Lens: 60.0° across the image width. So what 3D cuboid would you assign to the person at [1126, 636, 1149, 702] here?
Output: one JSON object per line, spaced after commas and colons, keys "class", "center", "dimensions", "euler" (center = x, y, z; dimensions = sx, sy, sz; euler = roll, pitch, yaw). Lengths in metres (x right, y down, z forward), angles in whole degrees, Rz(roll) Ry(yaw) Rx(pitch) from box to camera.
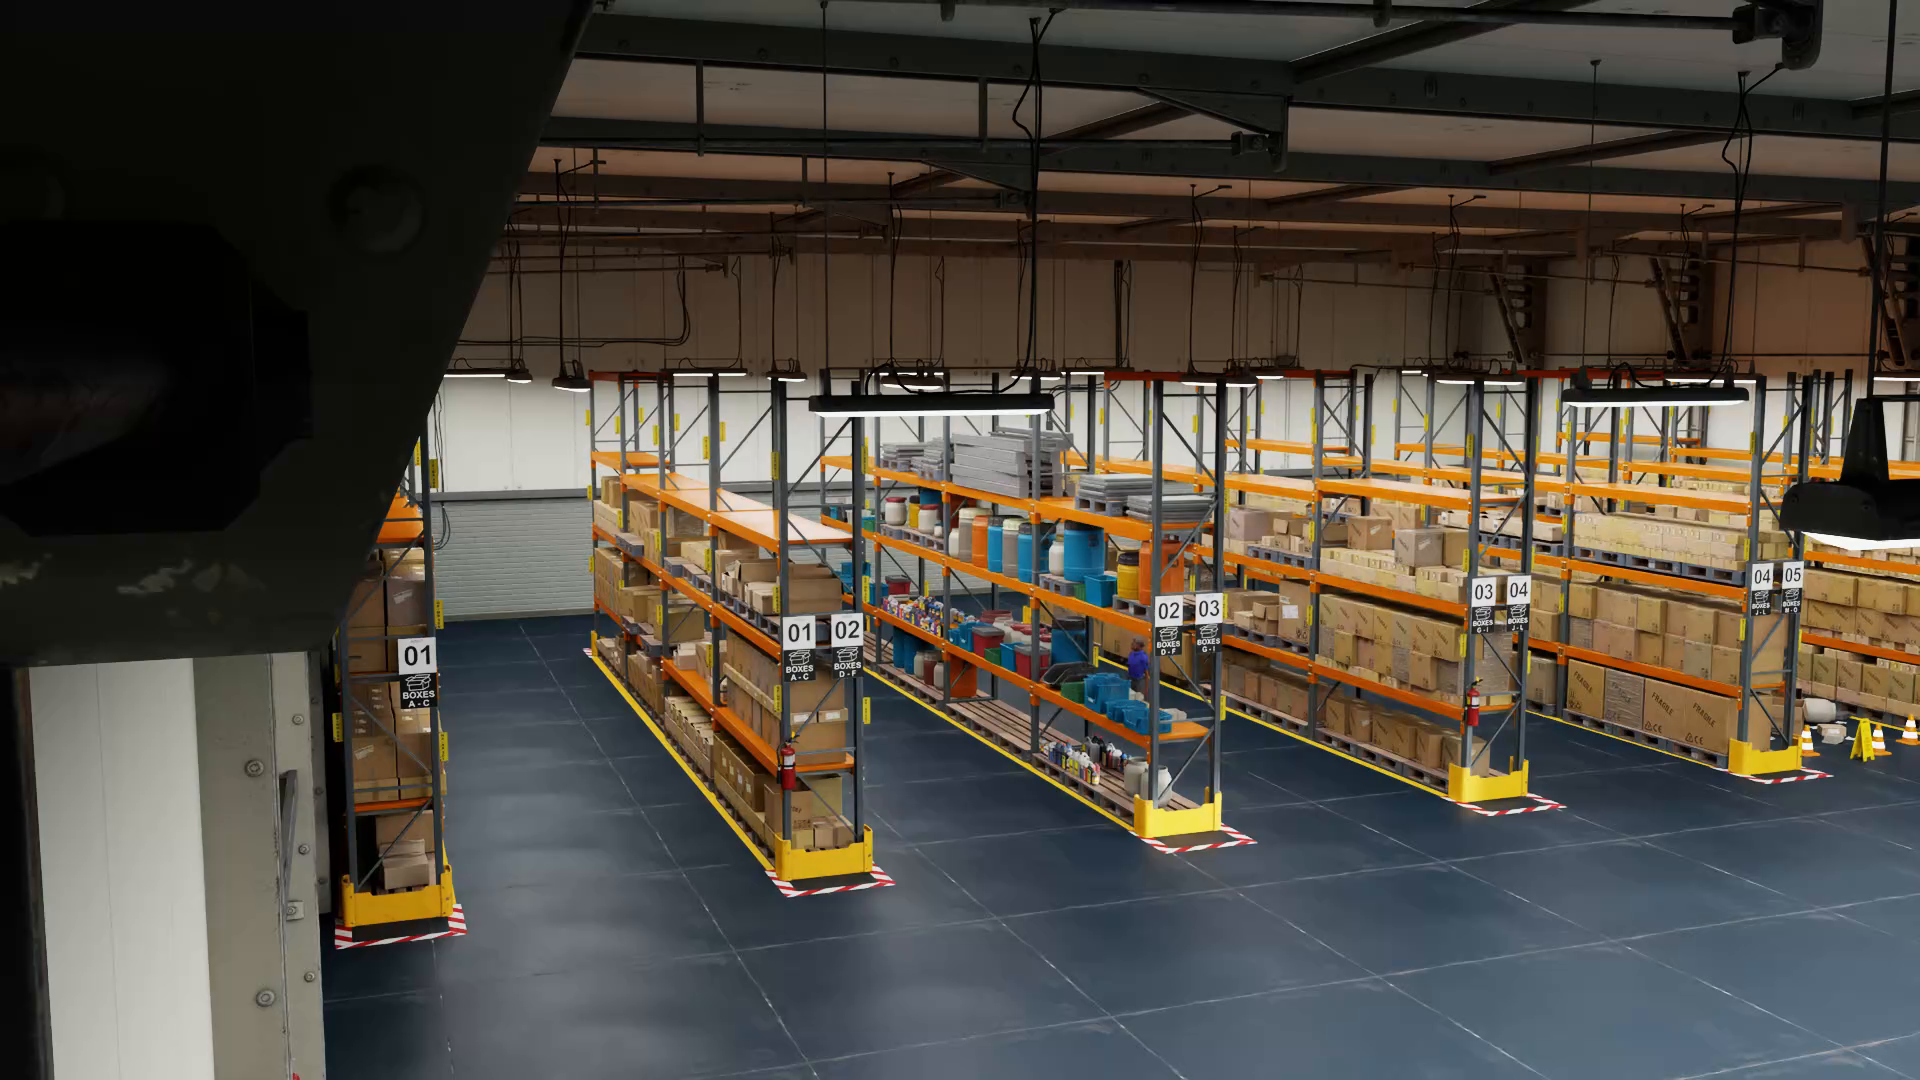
{"class": "person", "center": [2.904, 2.423, 27.592], "dimensions": [0.374, 1.663, 0.510], "euler": [-5, 8, -38]}
